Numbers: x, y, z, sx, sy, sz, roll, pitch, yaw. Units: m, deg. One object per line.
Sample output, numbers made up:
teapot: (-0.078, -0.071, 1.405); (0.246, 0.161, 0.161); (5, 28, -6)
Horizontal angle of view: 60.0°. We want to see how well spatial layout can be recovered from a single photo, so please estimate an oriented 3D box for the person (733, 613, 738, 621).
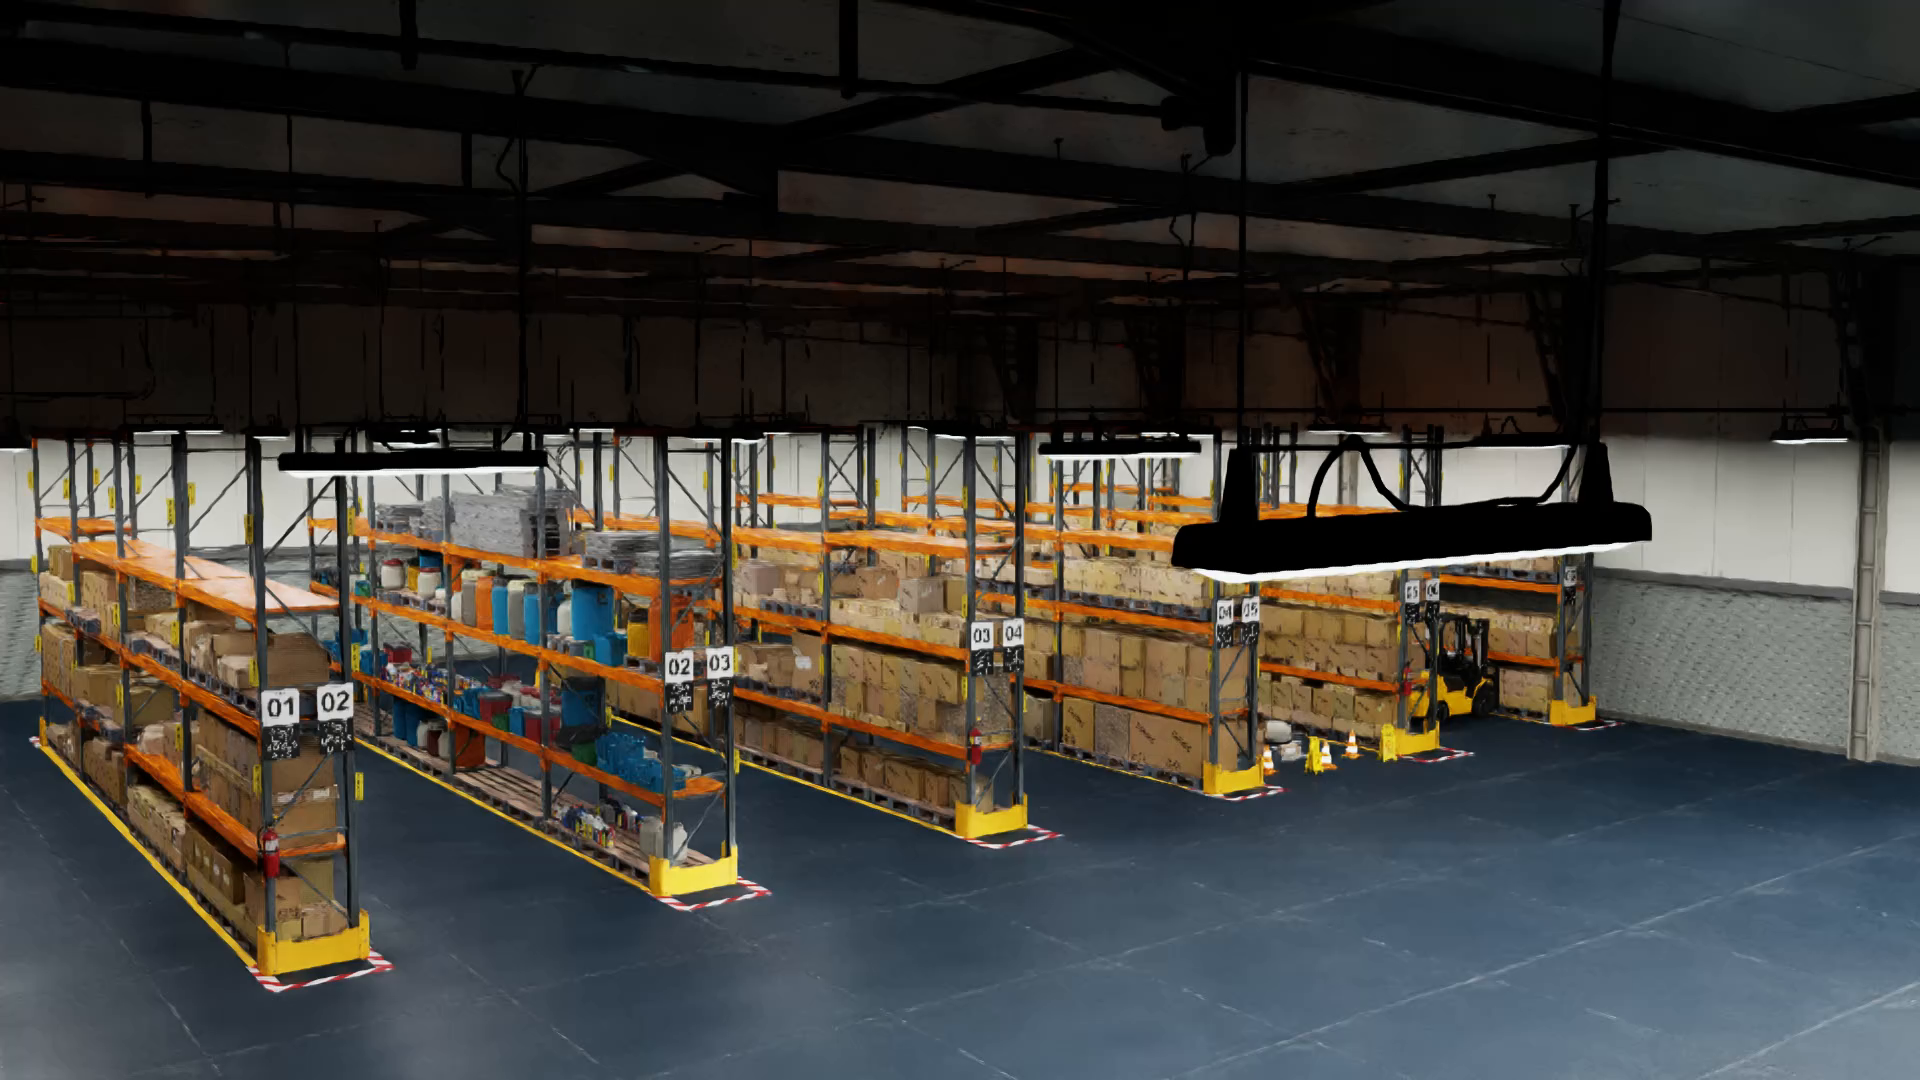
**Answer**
person: (-5.258, 2.478, 38.324); (0.391, 1.674, 0.572); (-3, 5, -33)
